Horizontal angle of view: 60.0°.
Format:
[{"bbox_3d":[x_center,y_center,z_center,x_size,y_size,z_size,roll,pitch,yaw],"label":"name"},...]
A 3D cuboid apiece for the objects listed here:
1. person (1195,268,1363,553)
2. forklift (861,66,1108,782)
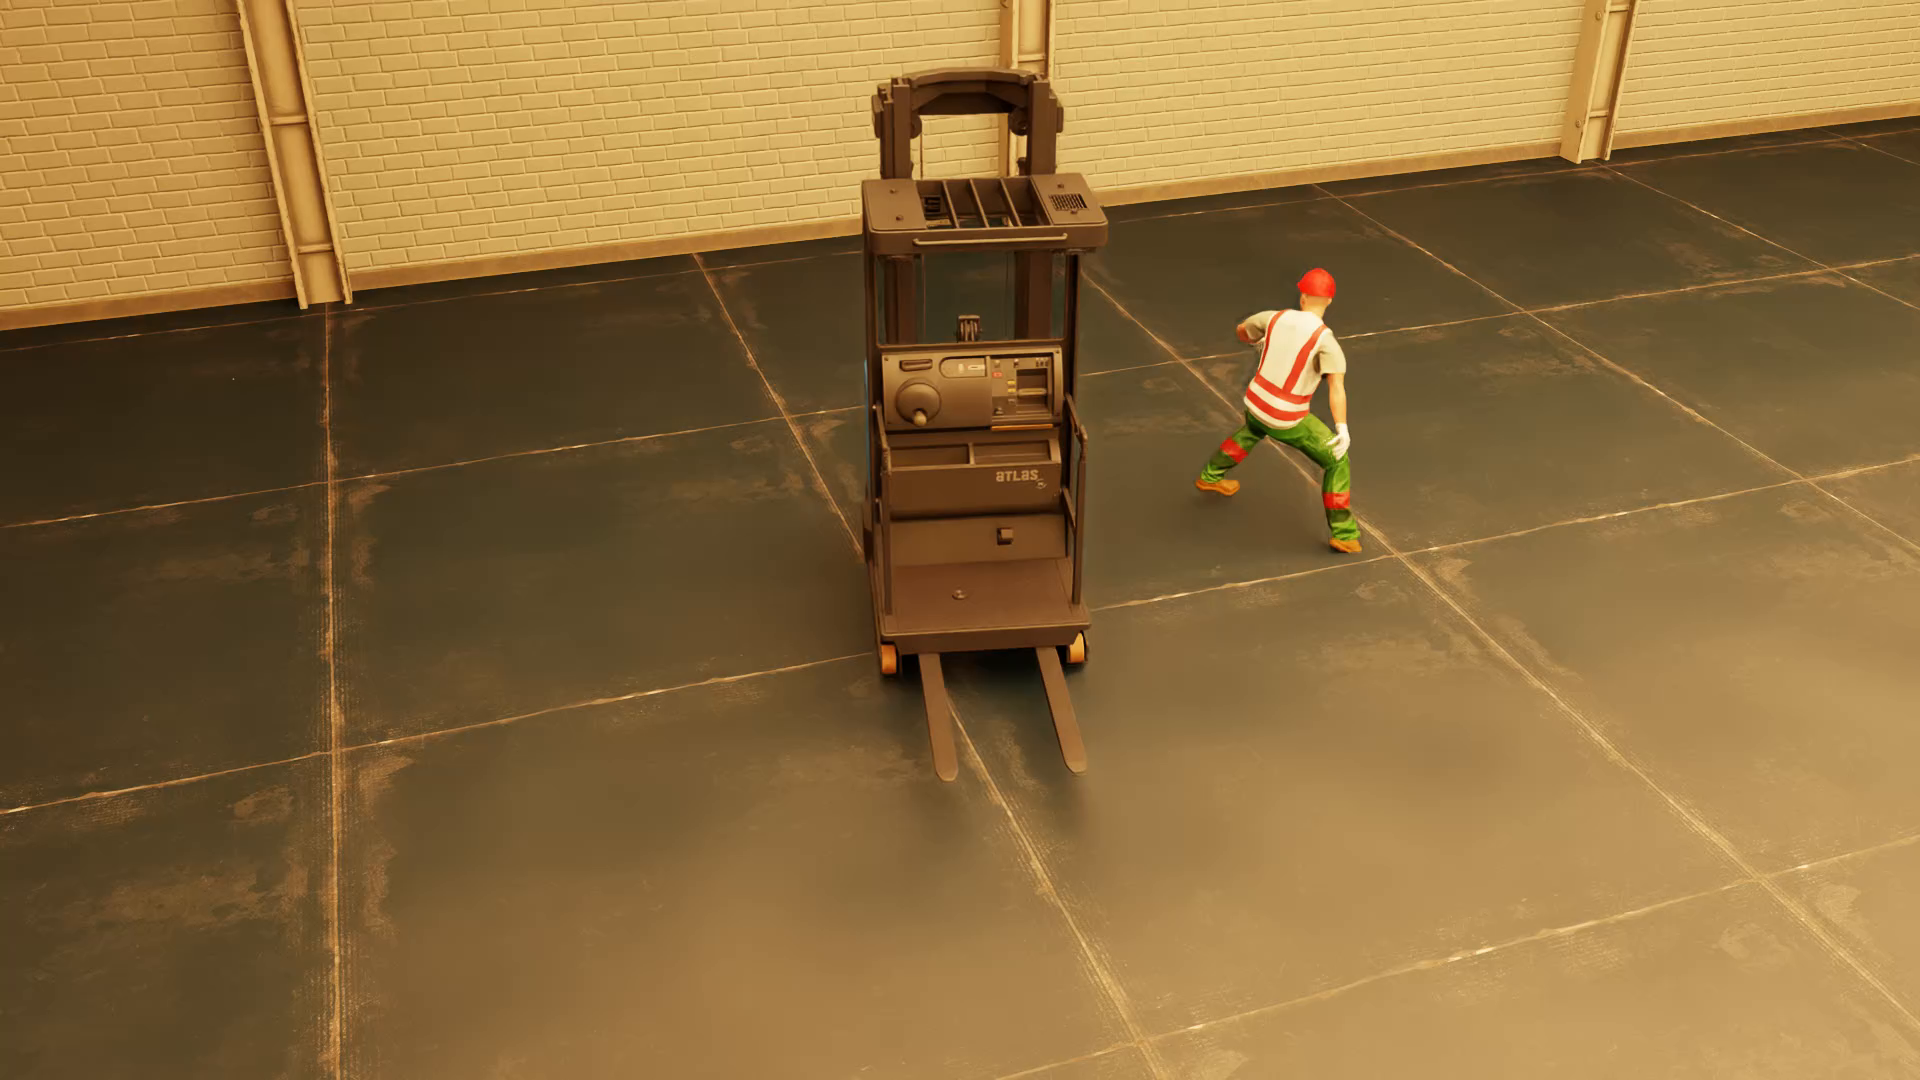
[{"bbox_3d":[1.985,-0.737,9.781,0.561,1.715,1.168,-18,34,-28],"label":"person"},{"bbox_3d":[0.090,-0.737,8.369,1.130,2.935,3.031,-3,30,-5],"label":"forklift"}]
